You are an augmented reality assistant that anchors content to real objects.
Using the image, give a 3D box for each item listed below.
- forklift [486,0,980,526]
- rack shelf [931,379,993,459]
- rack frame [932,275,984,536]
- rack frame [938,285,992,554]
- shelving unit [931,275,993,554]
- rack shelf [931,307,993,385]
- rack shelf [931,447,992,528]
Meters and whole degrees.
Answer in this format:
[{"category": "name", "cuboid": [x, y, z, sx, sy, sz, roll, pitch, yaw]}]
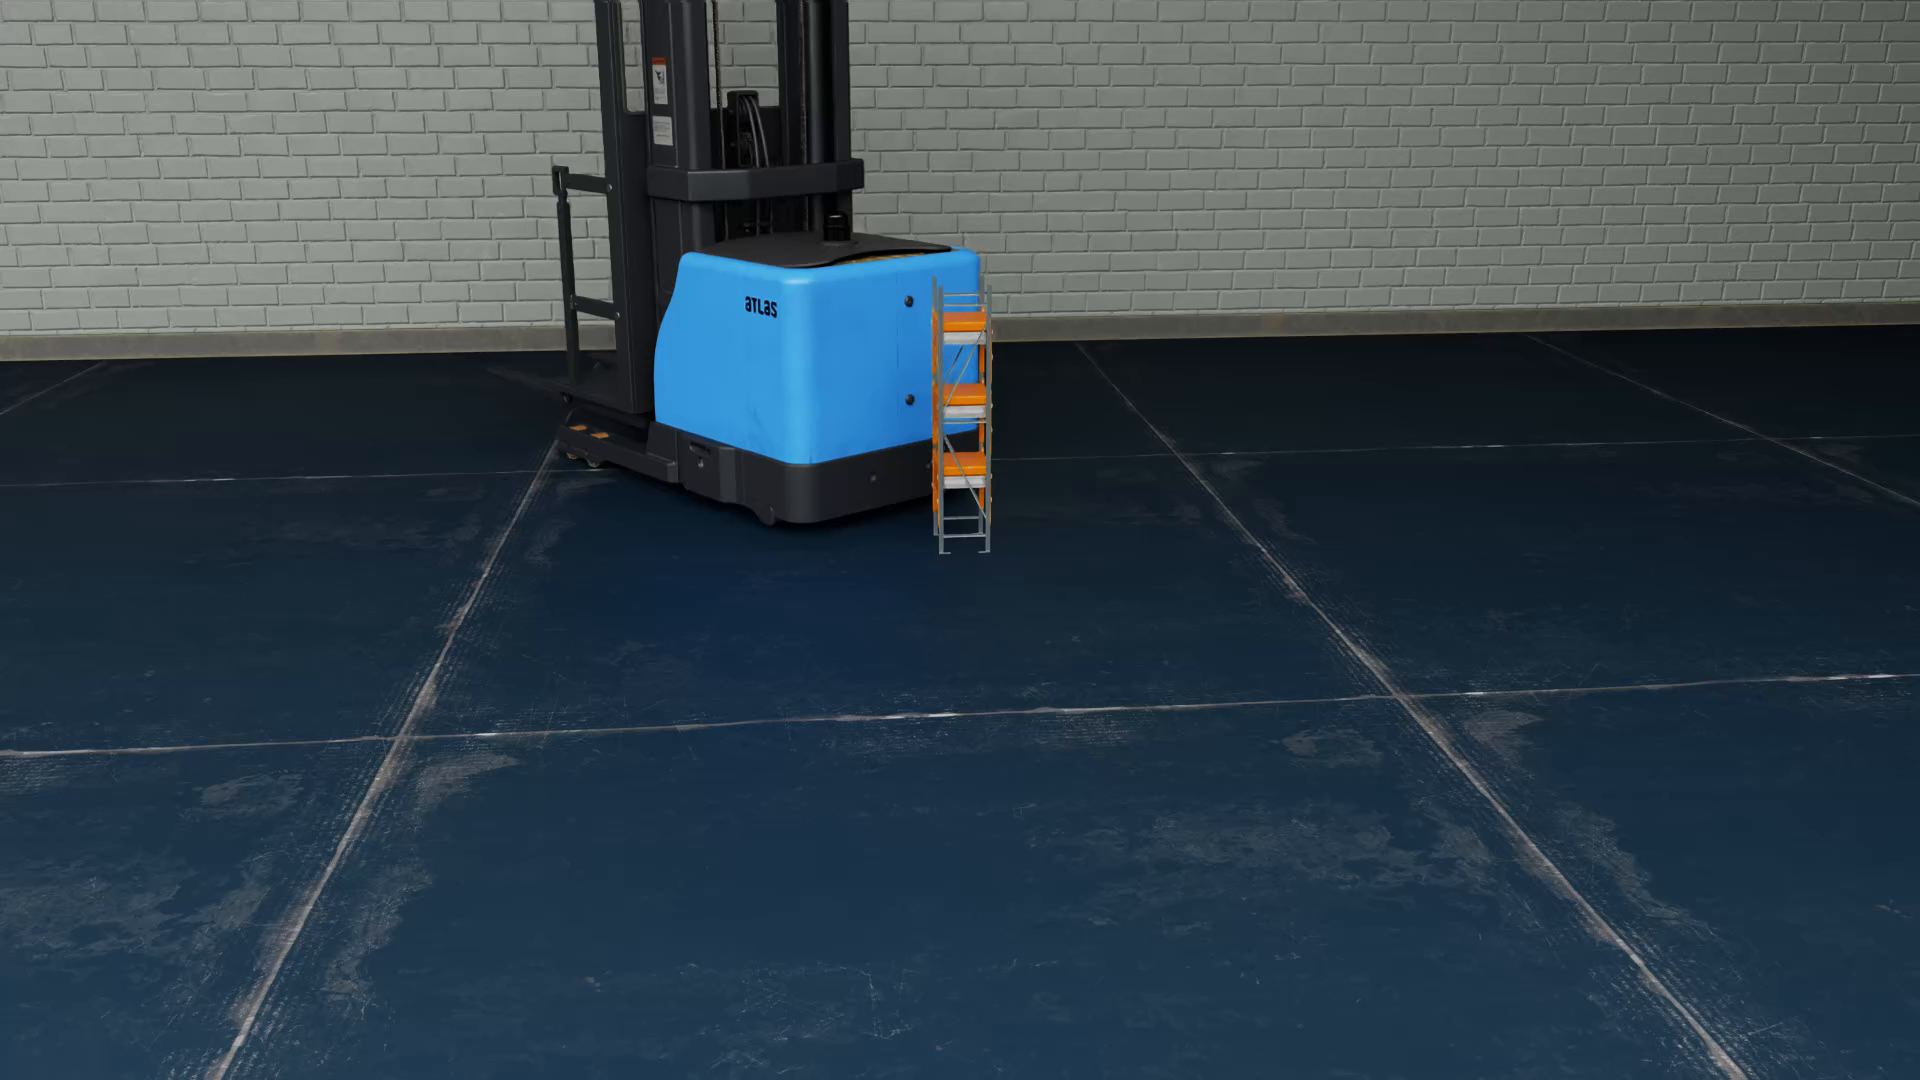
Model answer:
[{"category": "forklift", "cuboid": [-1.257, -1.824, 7.594, 1.130, 2.935, 3.031, -15, 23, -40]}, {"category": "rack shelf", "cuboid": [0.006, -0.475, 6.472, 0.215, 0.259, 0.240, -2, 18, -6]}, {"category": "rack frame", "cuboid": [-0.007, -0.521, 6.585, 0.200, 1.050, 0.008, -2, 18, -6]}, {"category": "rack frame", "cuboid": [0.018, -0.449, 6.353, 0.200, 1.050, 0.008, -2, 18, -6]}, {"category": "shelving unit", "cuboid": [0.006, -0.485, 6.469, 0.215, 1.050, 0.252, -2, 18, -6]}, {"category": "rack shelf", "cuboid": [0.005, -0.746, 6.387, 0.215, 0.259, 0.240, -2, 18, -6]}, {"category": "rack shelf", "cuboid": [0.006, -0.210, 6.555, 0.215, 0.259, 0.240, -2, 18, -6]}]
